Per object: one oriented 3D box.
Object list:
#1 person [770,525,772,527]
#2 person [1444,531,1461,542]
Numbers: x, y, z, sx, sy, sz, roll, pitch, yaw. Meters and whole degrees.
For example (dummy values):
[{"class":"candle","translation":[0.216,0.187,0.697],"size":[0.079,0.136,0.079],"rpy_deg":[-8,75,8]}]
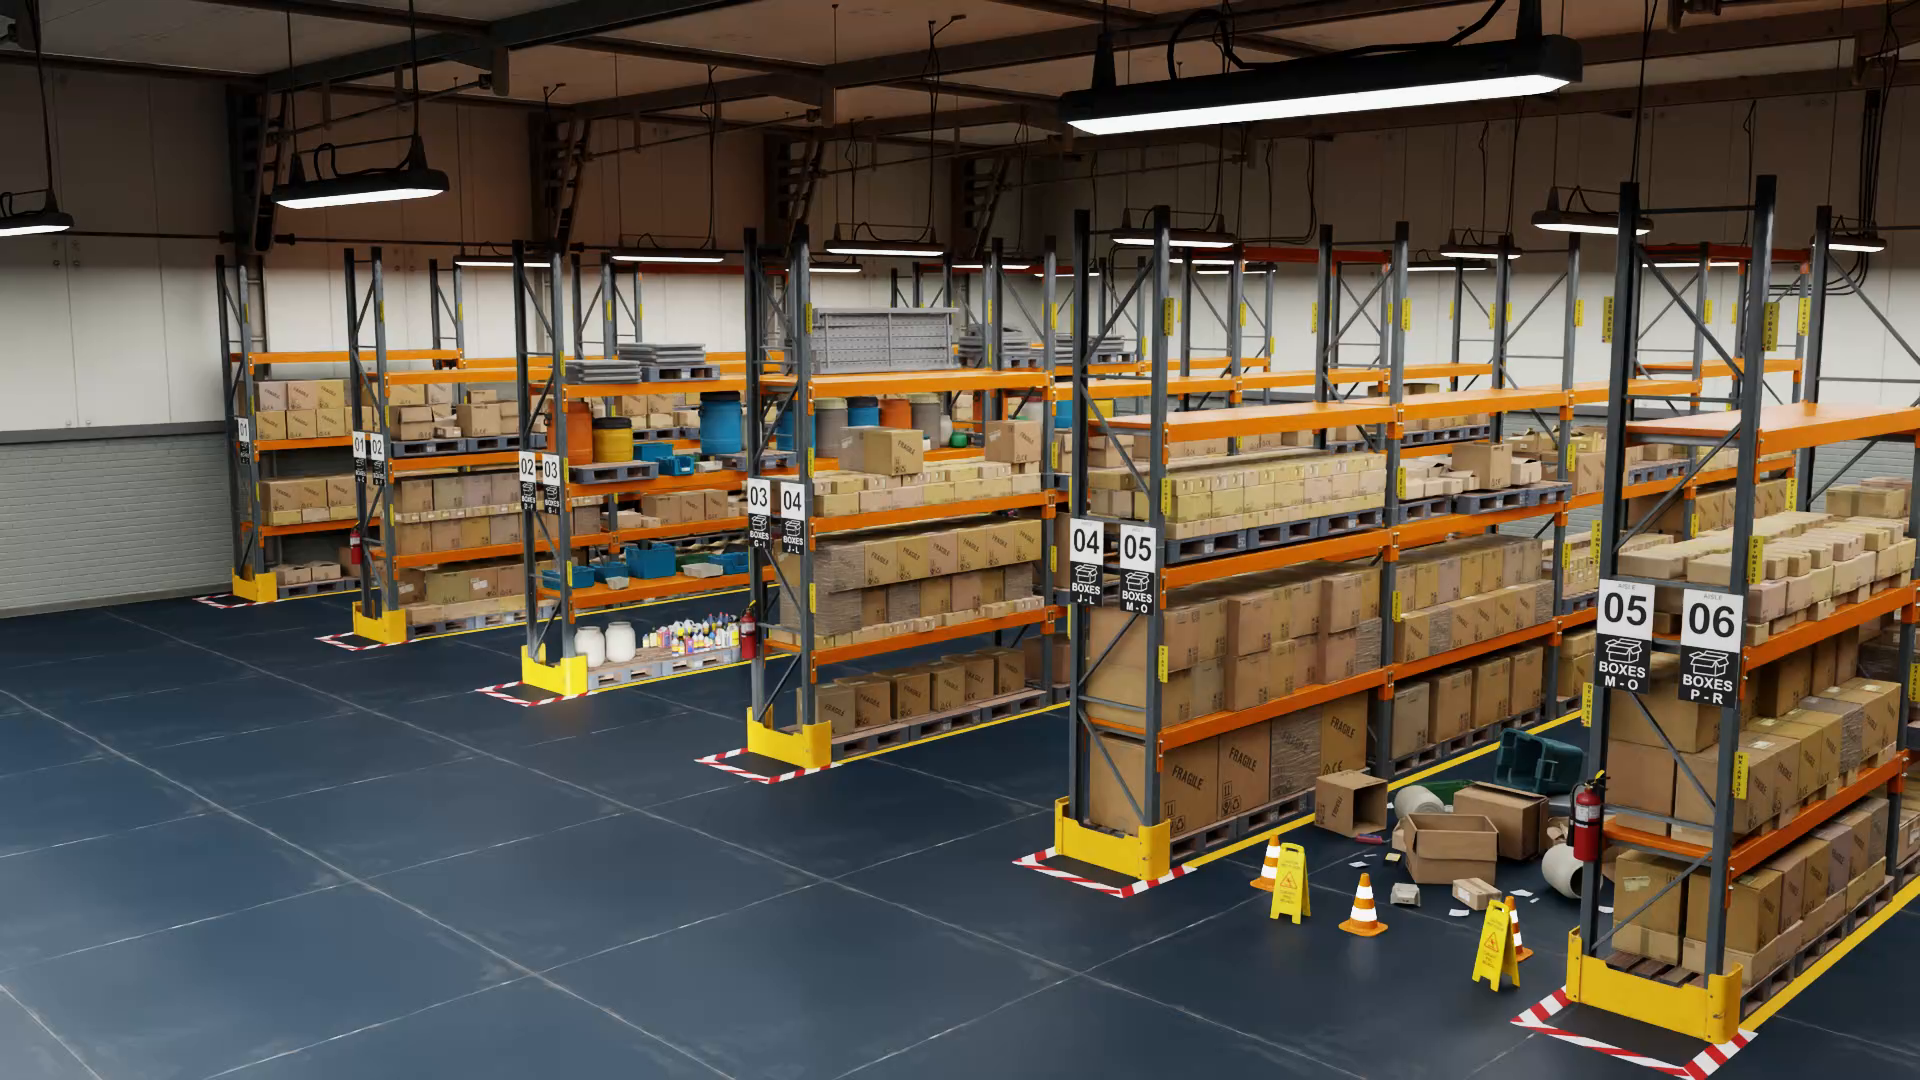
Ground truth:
[{"class":"person","translation":[-4.240,-0.698,35.077],"size":[0.504,1.762,0.560],"rpy_deg":[-4,9,-24]},{"class":"person","translation":[8.085,0.584,26.883],"size":[0.682,1.587,0.664],"rpy_deg":[-6,10,-36]}]
